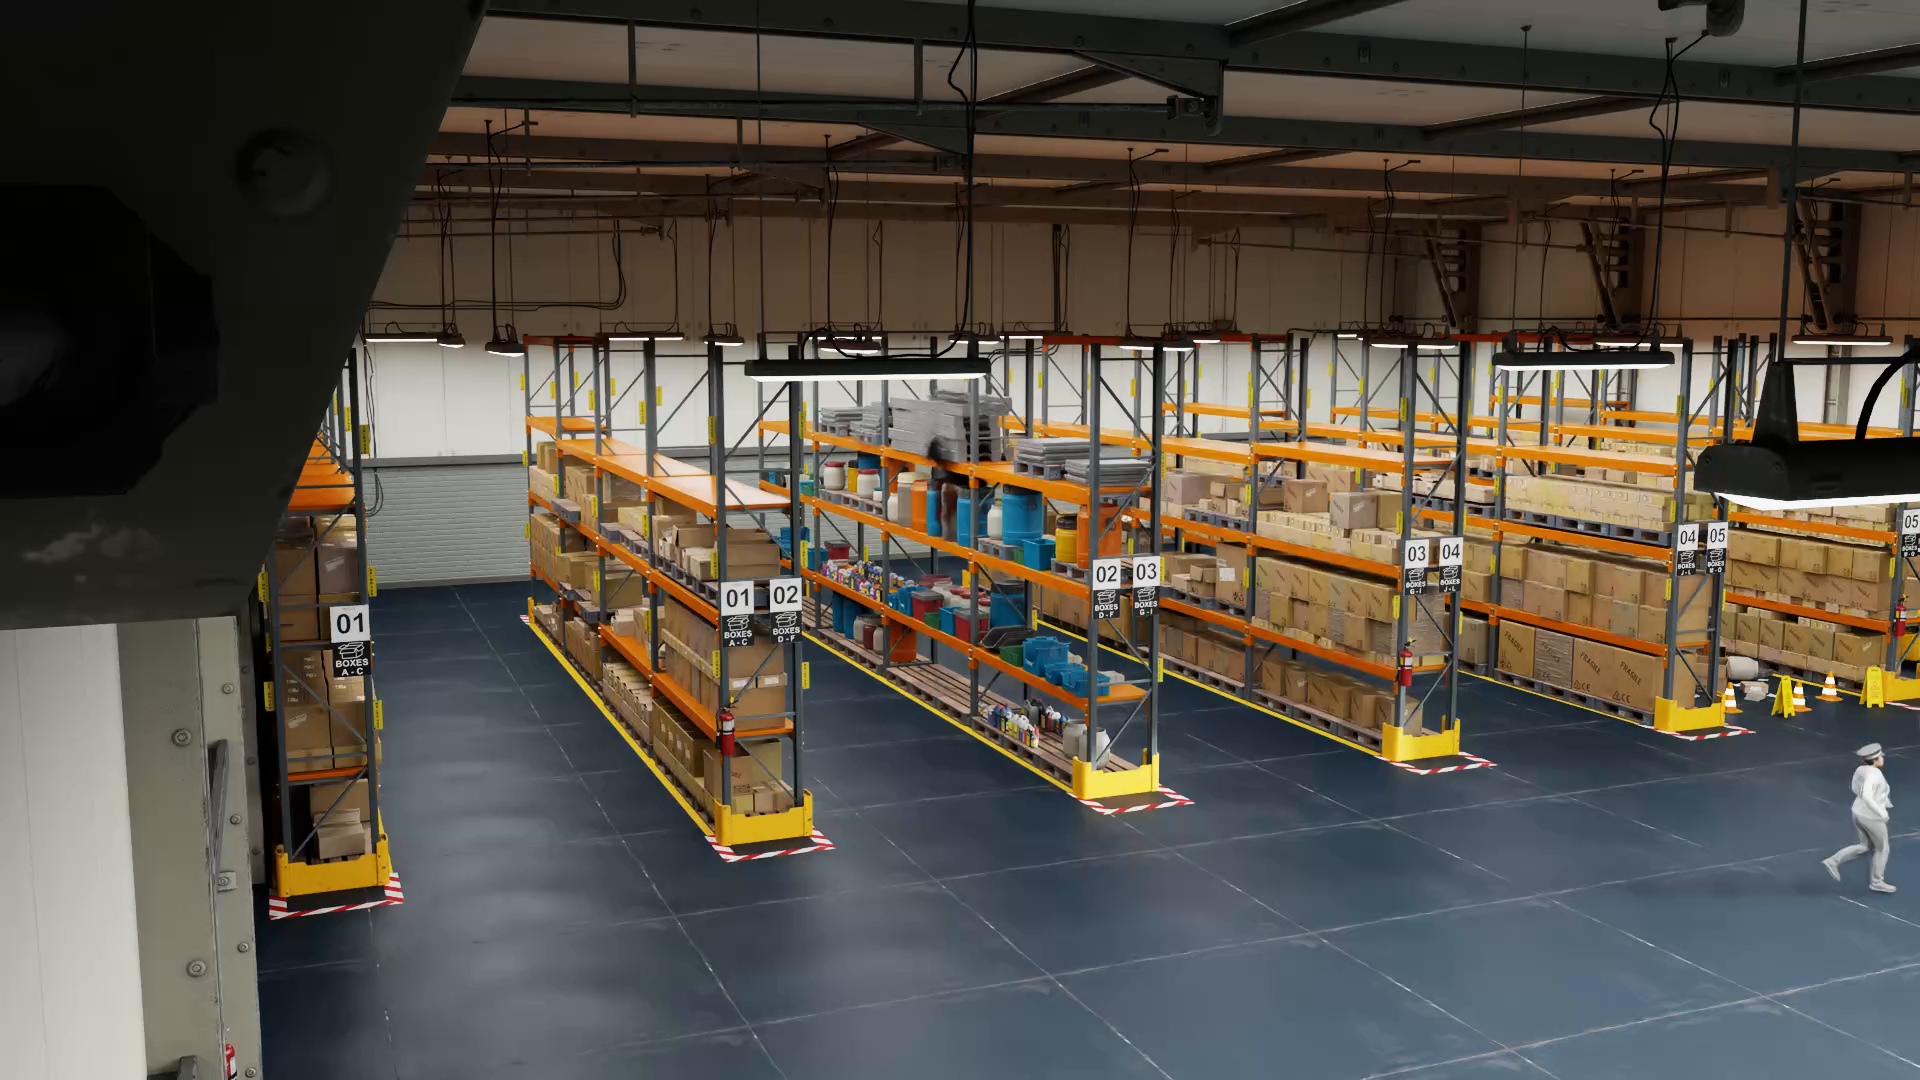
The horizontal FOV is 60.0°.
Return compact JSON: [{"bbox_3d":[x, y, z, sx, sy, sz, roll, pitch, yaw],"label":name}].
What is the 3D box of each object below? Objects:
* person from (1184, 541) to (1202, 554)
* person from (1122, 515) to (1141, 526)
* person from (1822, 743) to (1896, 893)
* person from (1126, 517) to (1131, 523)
[{"bbox_3d":[5.892,0.006,41.773,0.588,1.561,0.600,5,9,33],"label":"person"},{"bbox_3d":[4.133,0.087,40.771,0.761,1.780,0.691,7,10,41],"label":"person"},{"bbox_3d":[10.003,3.064,18.360,0.766,1.682,0.627,1,8,6],"label":"person"},{"bbox_3d":[3.960,0.310,38.990,0.683,1.699,0.533,-1,8,-11],"label":"person"}]
